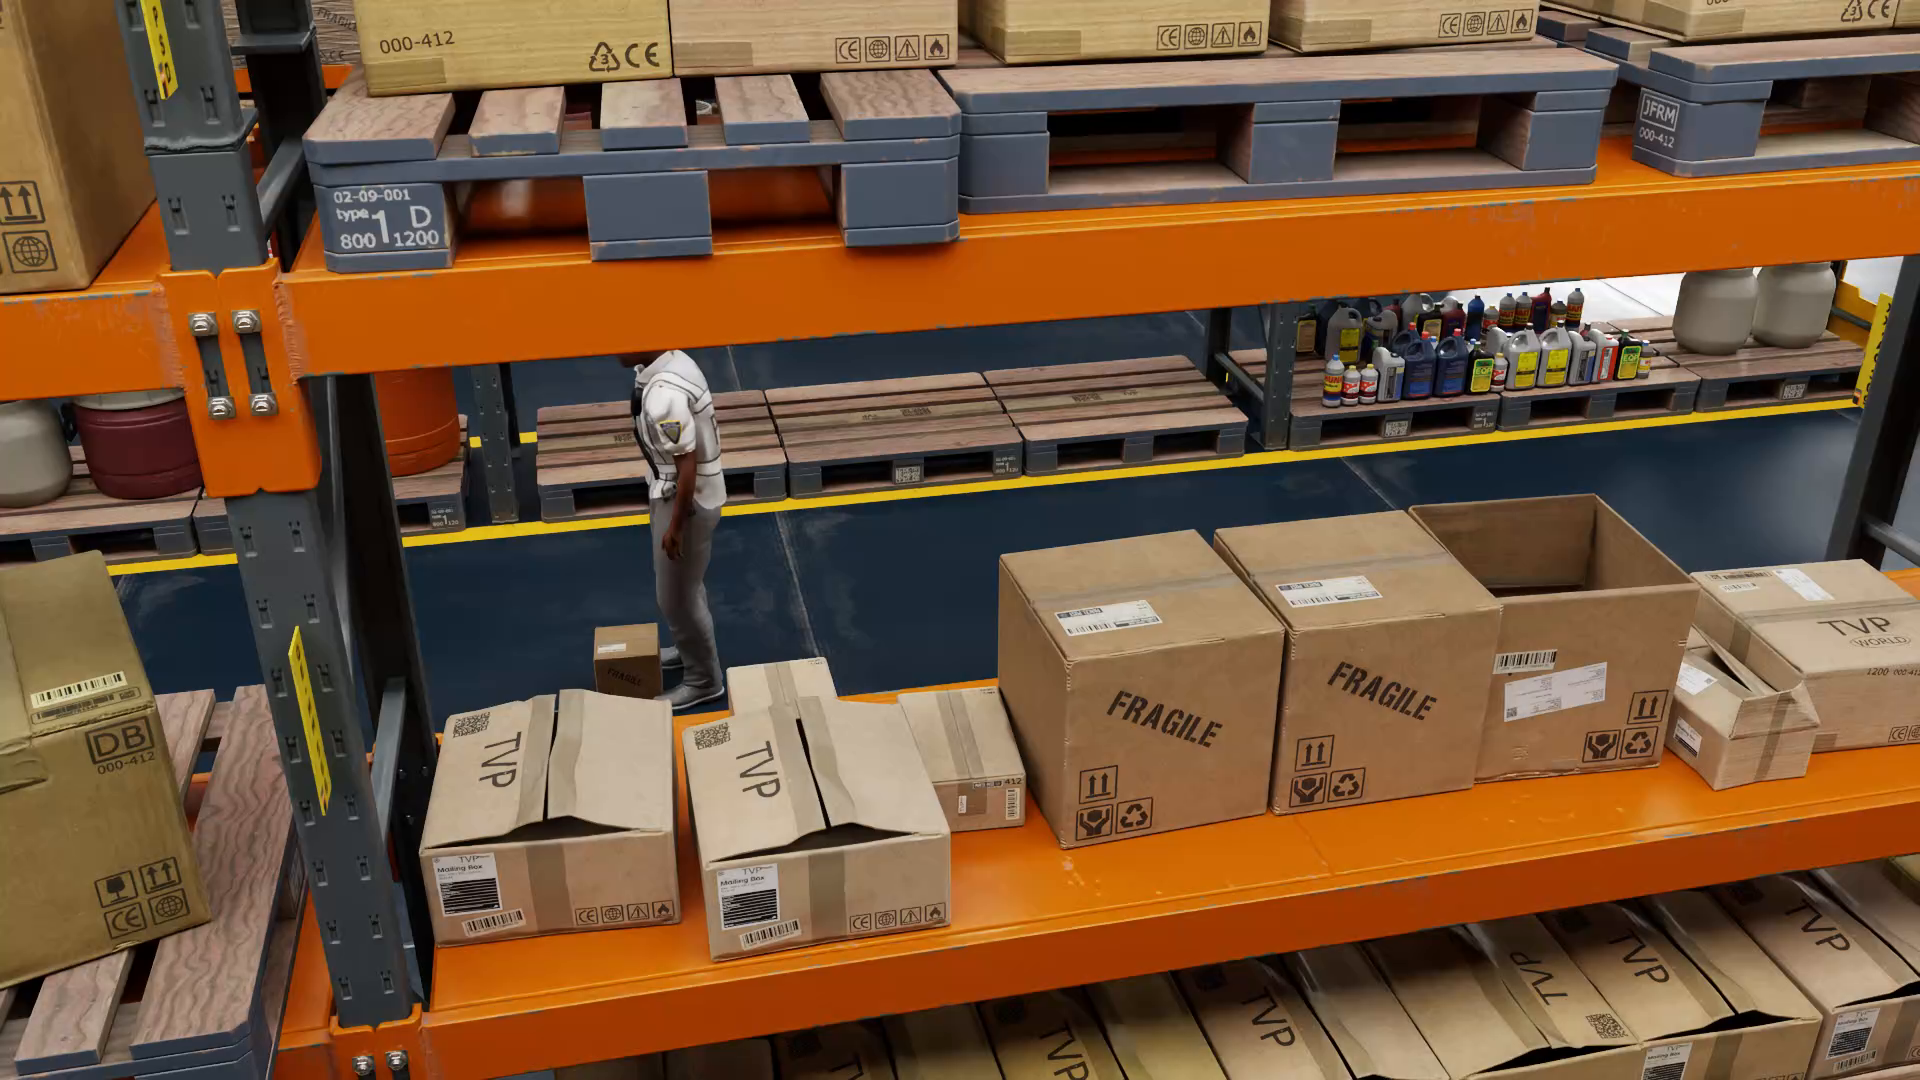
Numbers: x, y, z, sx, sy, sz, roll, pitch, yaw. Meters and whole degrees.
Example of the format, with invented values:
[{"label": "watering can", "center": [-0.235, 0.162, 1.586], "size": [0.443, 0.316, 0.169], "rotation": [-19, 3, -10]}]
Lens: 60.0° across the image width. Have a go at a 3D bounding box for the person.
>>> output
[{"label": "person", "center": [-1.103, -0.144, 6.402], "size": [0.399, 1.658, 0.518], "rotation": [-6, 28, -13]}]
